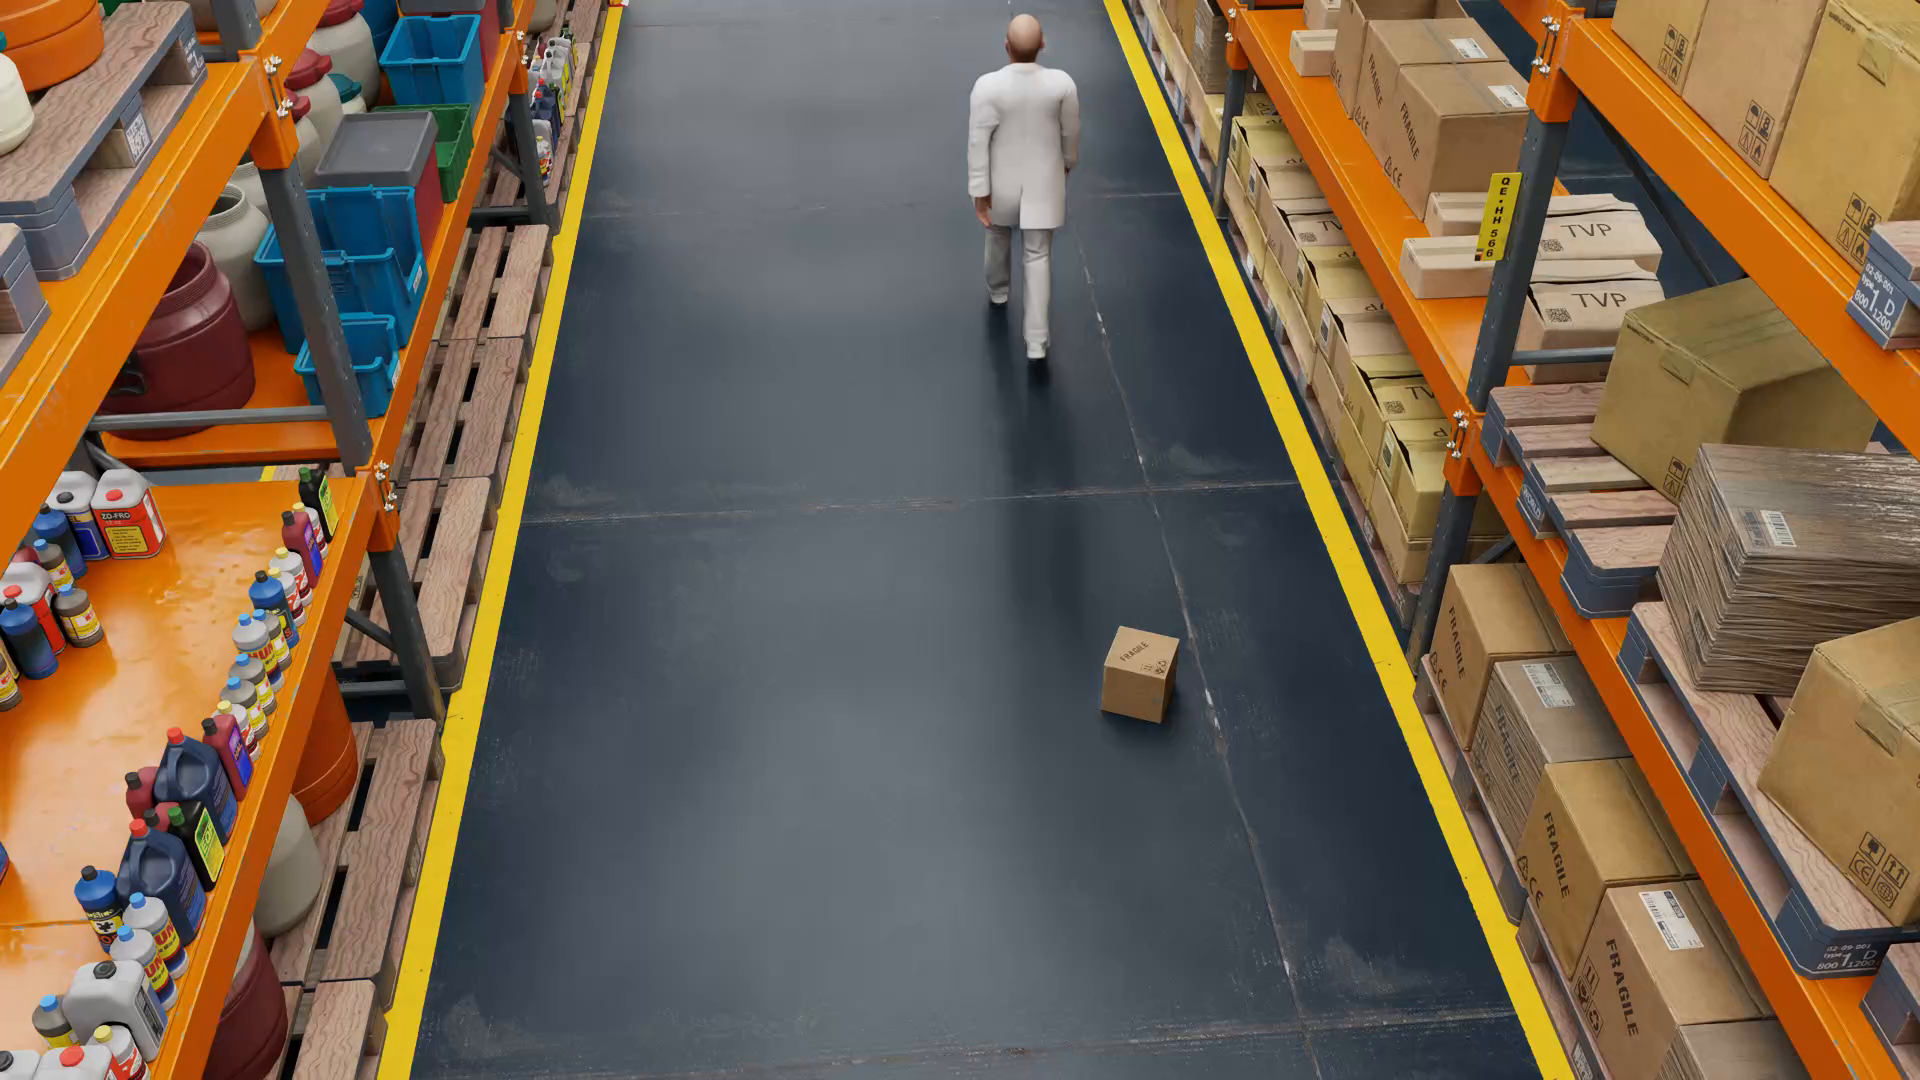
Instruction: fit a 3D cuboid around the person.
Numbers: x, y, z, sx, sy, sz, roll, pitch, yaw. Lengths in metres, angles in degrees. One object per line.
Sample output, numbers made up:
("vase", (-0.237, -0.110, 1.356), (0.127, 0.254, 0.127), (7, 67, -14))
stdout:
("person", (0.322, -1.865, 8.503), (0.573, 1.731, 1.102), (0, 39, 0))
